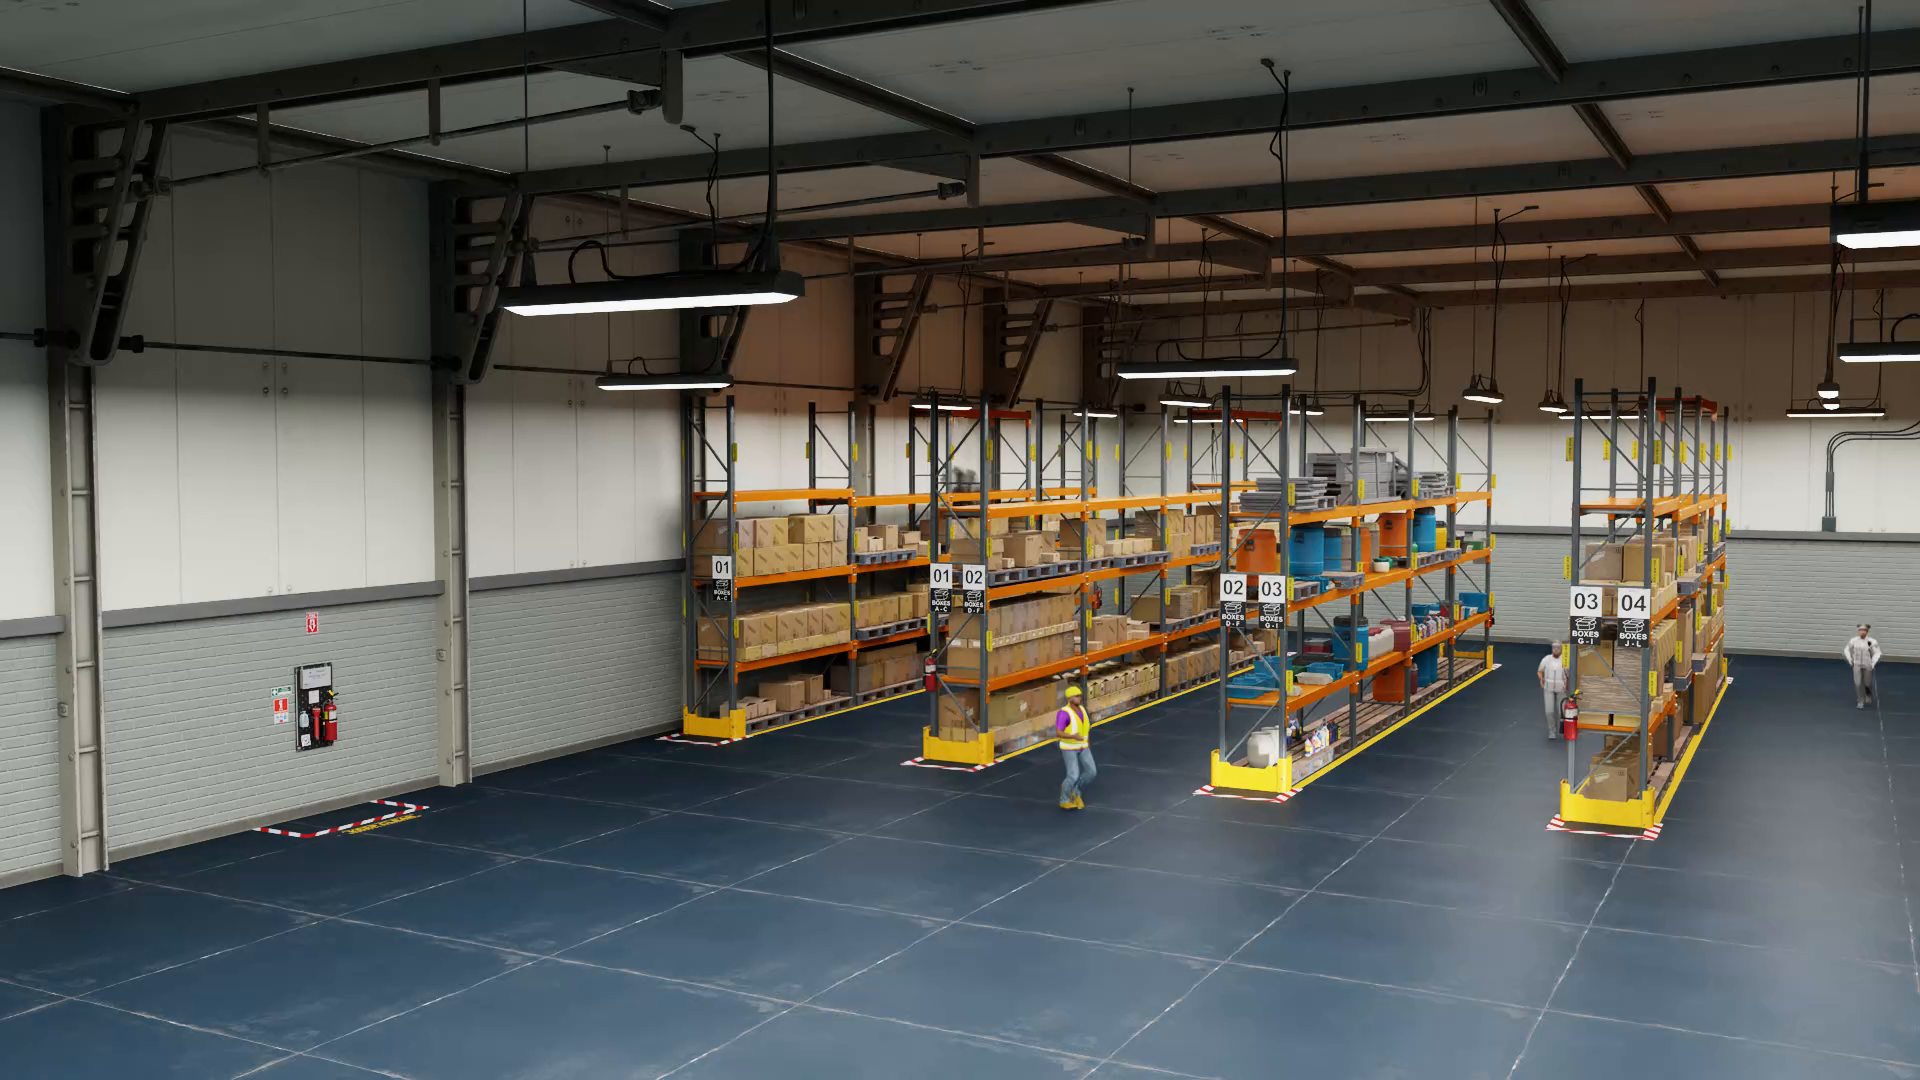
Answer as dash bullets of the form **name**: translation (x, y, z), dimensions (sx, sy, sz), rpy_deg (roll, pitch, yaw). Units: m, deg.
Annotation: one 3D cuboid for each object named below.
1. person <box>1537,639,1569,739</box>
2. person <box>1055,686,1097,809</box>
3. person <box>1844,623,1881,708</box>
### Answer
- **person**: translation (10.438, 2.599, 29.124), dimensions (0.660, 1.732, 0.626), rpy_deg (2, 3, 27)
- **person**: translation (1.641, 2.910, 23.163), dimensions (0.669, 1.742, 0.645), rpy_deg (-2, 4, -40)
- **person**: translation (17.733, 2.454, 32.699), dimensions (0.643, 1.668, 0.550), rpy_deg (2, 4, 33)
